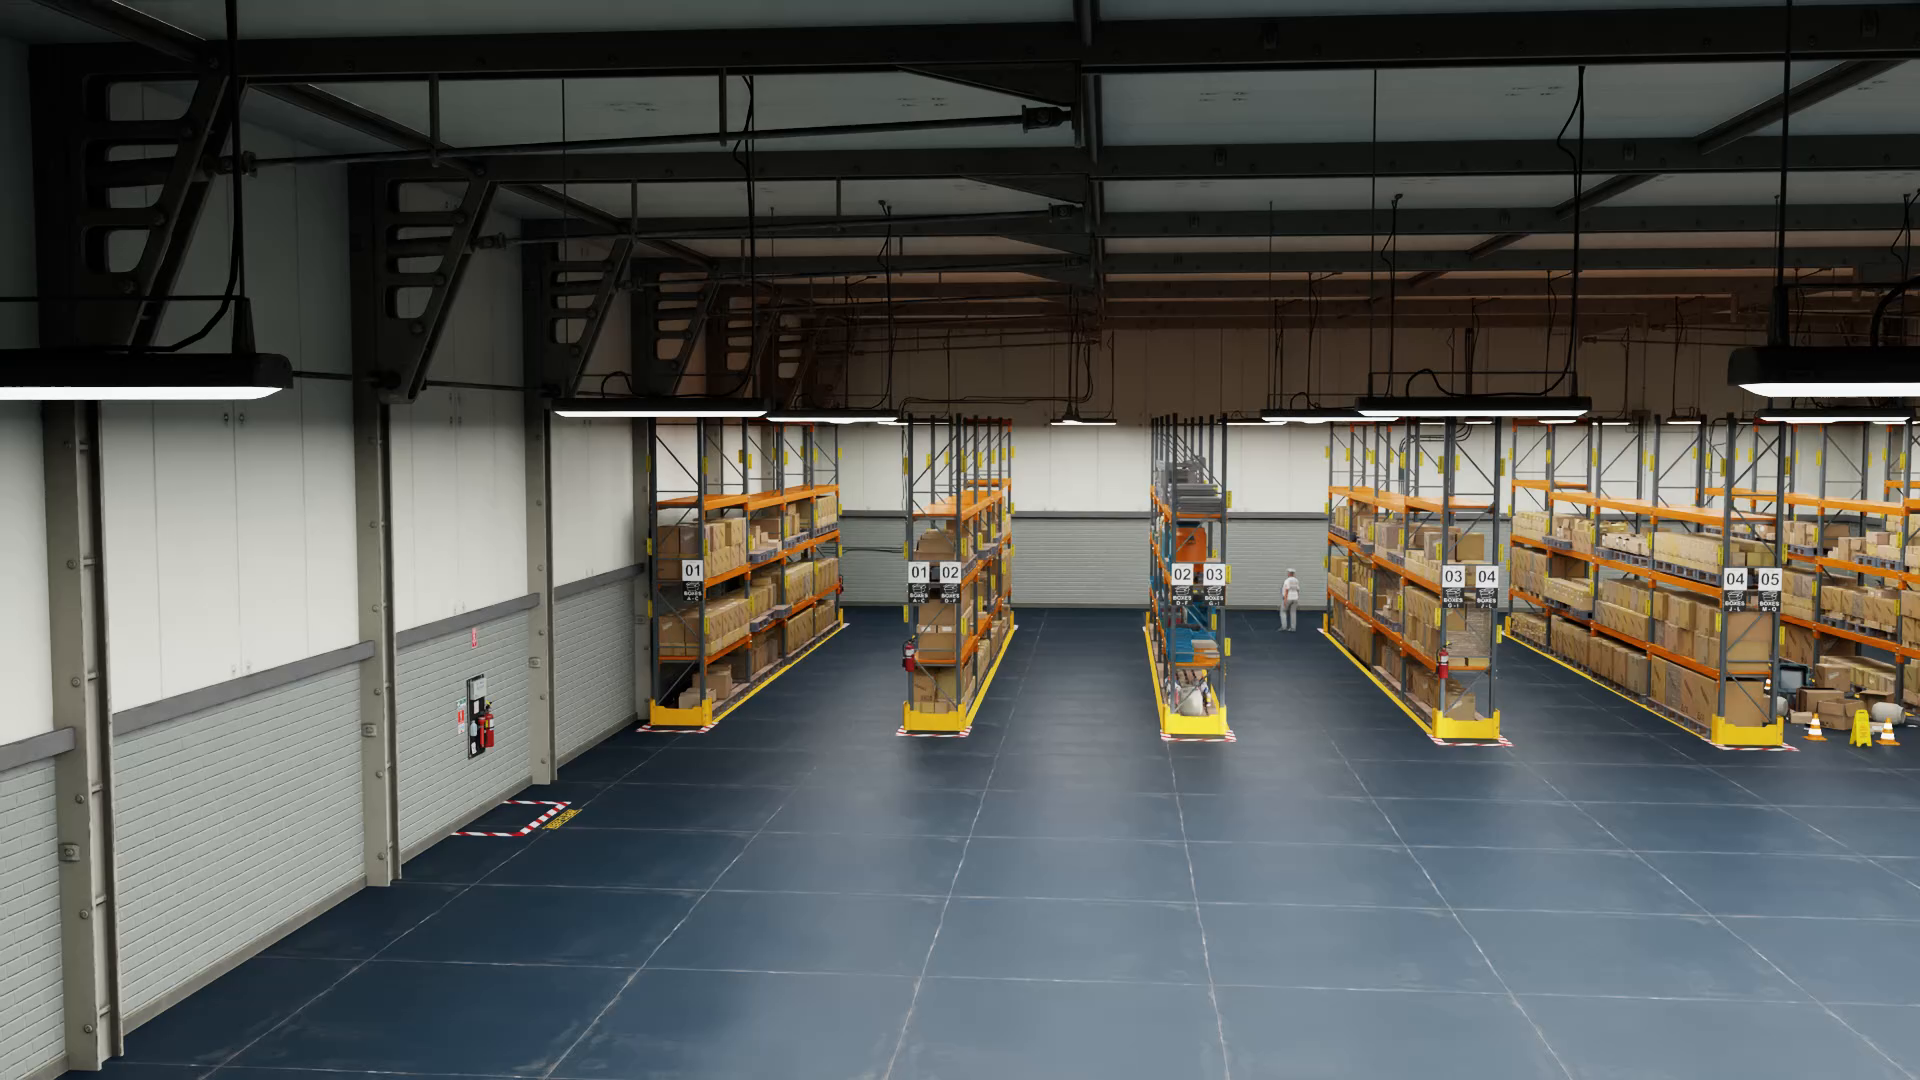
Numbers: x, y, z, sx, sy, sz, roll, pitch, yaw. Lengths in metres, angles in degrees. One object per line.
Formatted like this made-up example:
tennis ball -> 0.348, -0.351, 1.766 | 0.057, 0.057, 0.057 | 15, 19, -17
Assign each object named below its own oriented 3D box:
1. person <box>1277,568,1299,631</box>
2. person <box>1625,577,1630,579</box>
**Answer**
person -> 9.293, 1.705, 46.859 | 0.600, 1.800, 0.455 | -2, 4, -30
person -> 18.291, 1.816, 45.627 | 0.901, 1.635, 0.461 | 3, 5, 39
